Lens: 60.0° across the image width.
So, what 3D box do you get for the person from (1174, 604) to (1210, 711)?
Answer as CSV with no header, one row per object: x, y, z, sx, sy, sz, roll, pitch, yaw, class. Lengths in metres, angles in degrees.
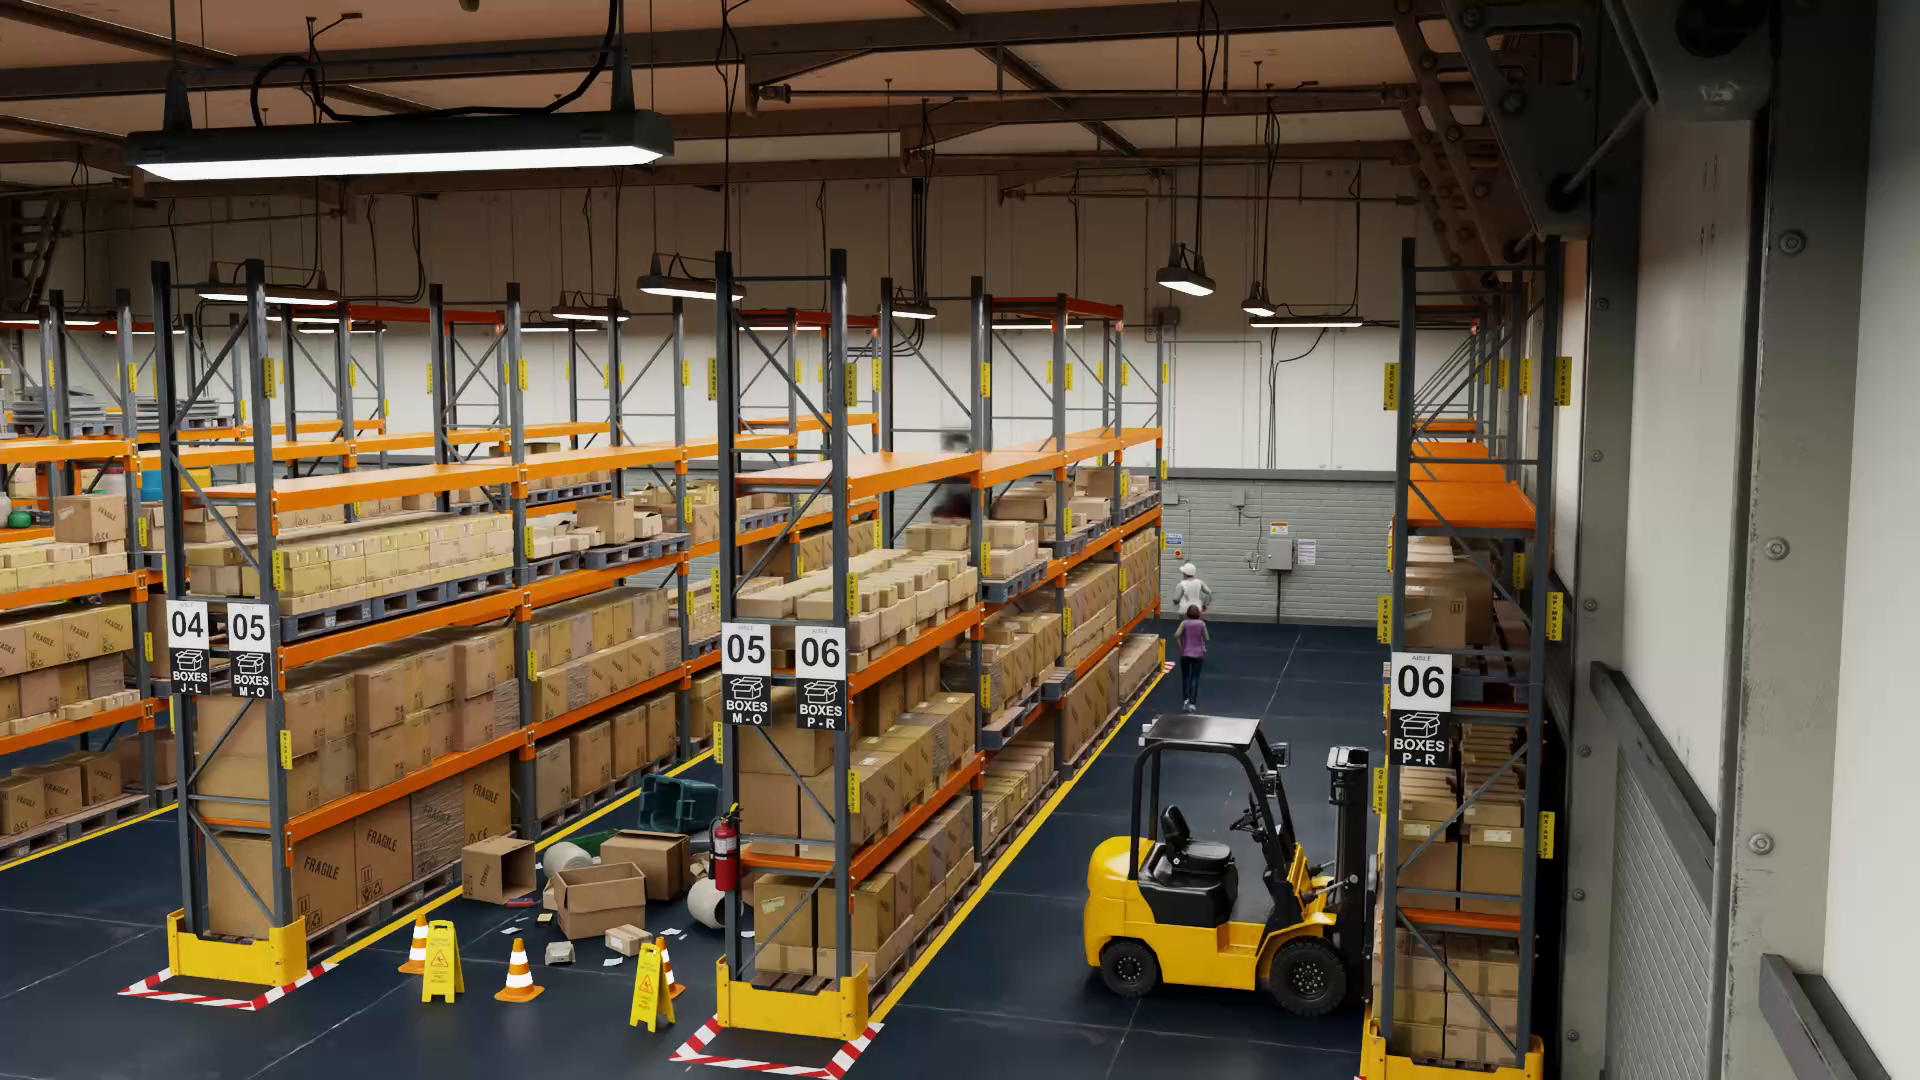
3.434,1.764,24.629,0.522,1.639,0.700,1,6,11,person

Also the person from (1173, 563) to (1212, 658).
3.954,1.260,28.788,0.693,1.756,0.817,-3,7,-26,person
